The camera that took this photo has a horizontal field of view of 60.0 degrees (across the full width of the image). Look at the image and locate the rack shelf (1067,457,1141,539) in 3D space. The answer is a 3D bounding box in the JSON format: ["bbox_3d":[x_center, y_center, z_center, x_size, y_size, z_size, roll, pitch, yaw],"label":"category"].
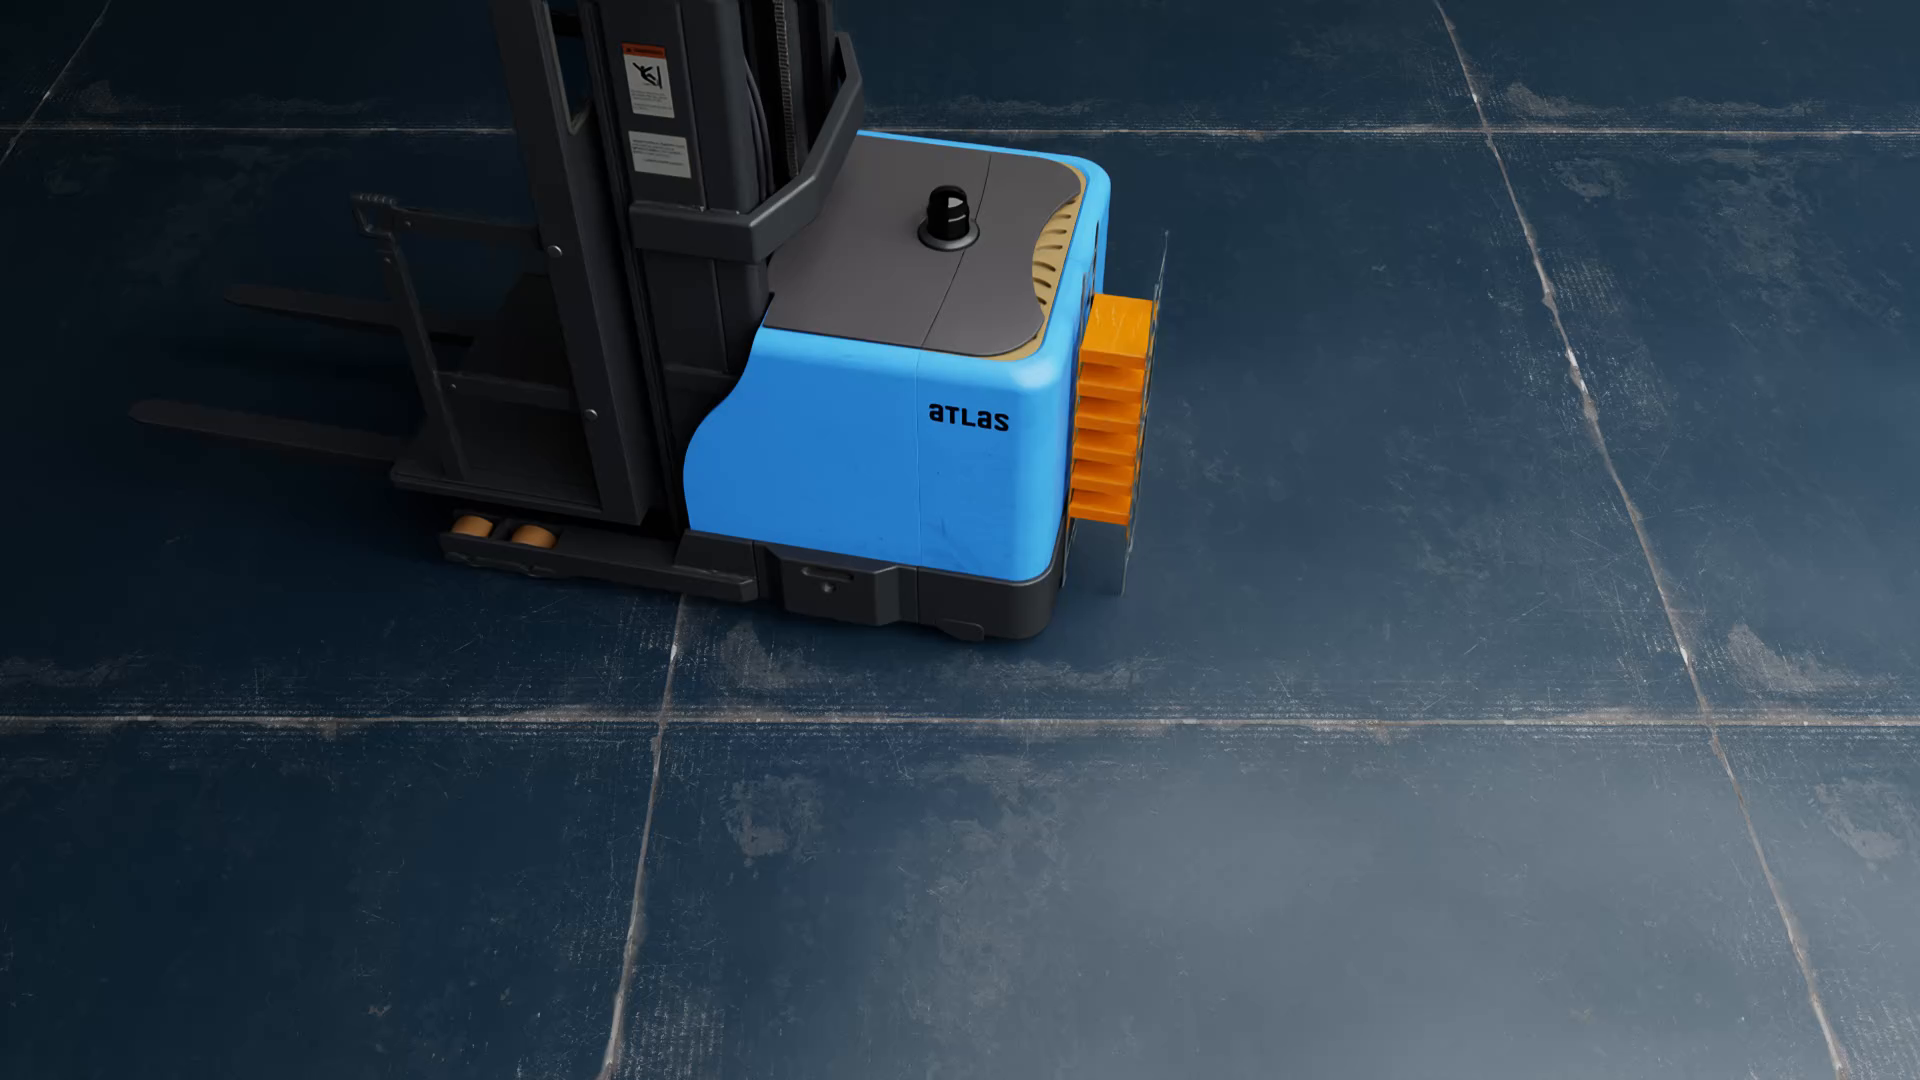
[{"bbox_3d":[0.430,-0.141,4.950,0.180,0.103,0.258,9,48,8],"label":"rack shelf"}]

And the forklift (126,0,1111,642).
[{"bbox_3d":[-1.122,-1.253,4.414,3.031,2.935,1.130,9,48,8],"label":"forklift"}]

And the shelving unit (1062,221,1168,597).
[{"bbox_3d":[0.430,-0.334,4.742,0.189,1.200,0.258,9,48,8],"label":"shelving unit"}]

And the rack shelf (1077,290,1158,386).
[{"bbox_3d":[0.430,-0.549,4.511,0.180,0.103,0.258,9,48,8],"label":"rack shelf"}]

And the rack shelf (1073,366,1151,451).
[{"bbox_3d":[0.430,-0.386,4.686,0.180,0.103,0.258,9,48,8],"label":"rack shelf"}]

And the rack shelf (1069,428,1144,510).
[{"bbox_3d":[0.430,-0.222,4.862,0.180,0.103,0.258,9,48,8],"label":"rack shelf"}]

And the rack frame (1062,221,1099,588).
[{"bbox_3d":[0.341,-0.349,4.755,0.006,1.200,0.240,9,48,8],"label":"rack frame"}]

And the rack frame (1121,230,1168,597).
[{"bbox_3d":[0.520,-0.320,4.728,0.006,1.200,0.240,9,48,8],"label":"rack frame"}]

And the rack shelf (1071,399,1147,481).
[{"bbox_3d":[0.430,-0.304,4.774,0.180,0.103,0.258,9,48,8],"label":"rack shelf"}]

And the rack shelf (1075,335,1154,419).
[{"bbox_3d":[0.430,-0.468,4.598,0.180,0.103,0.258,9,48,8],"label":"rack shelf"}]
